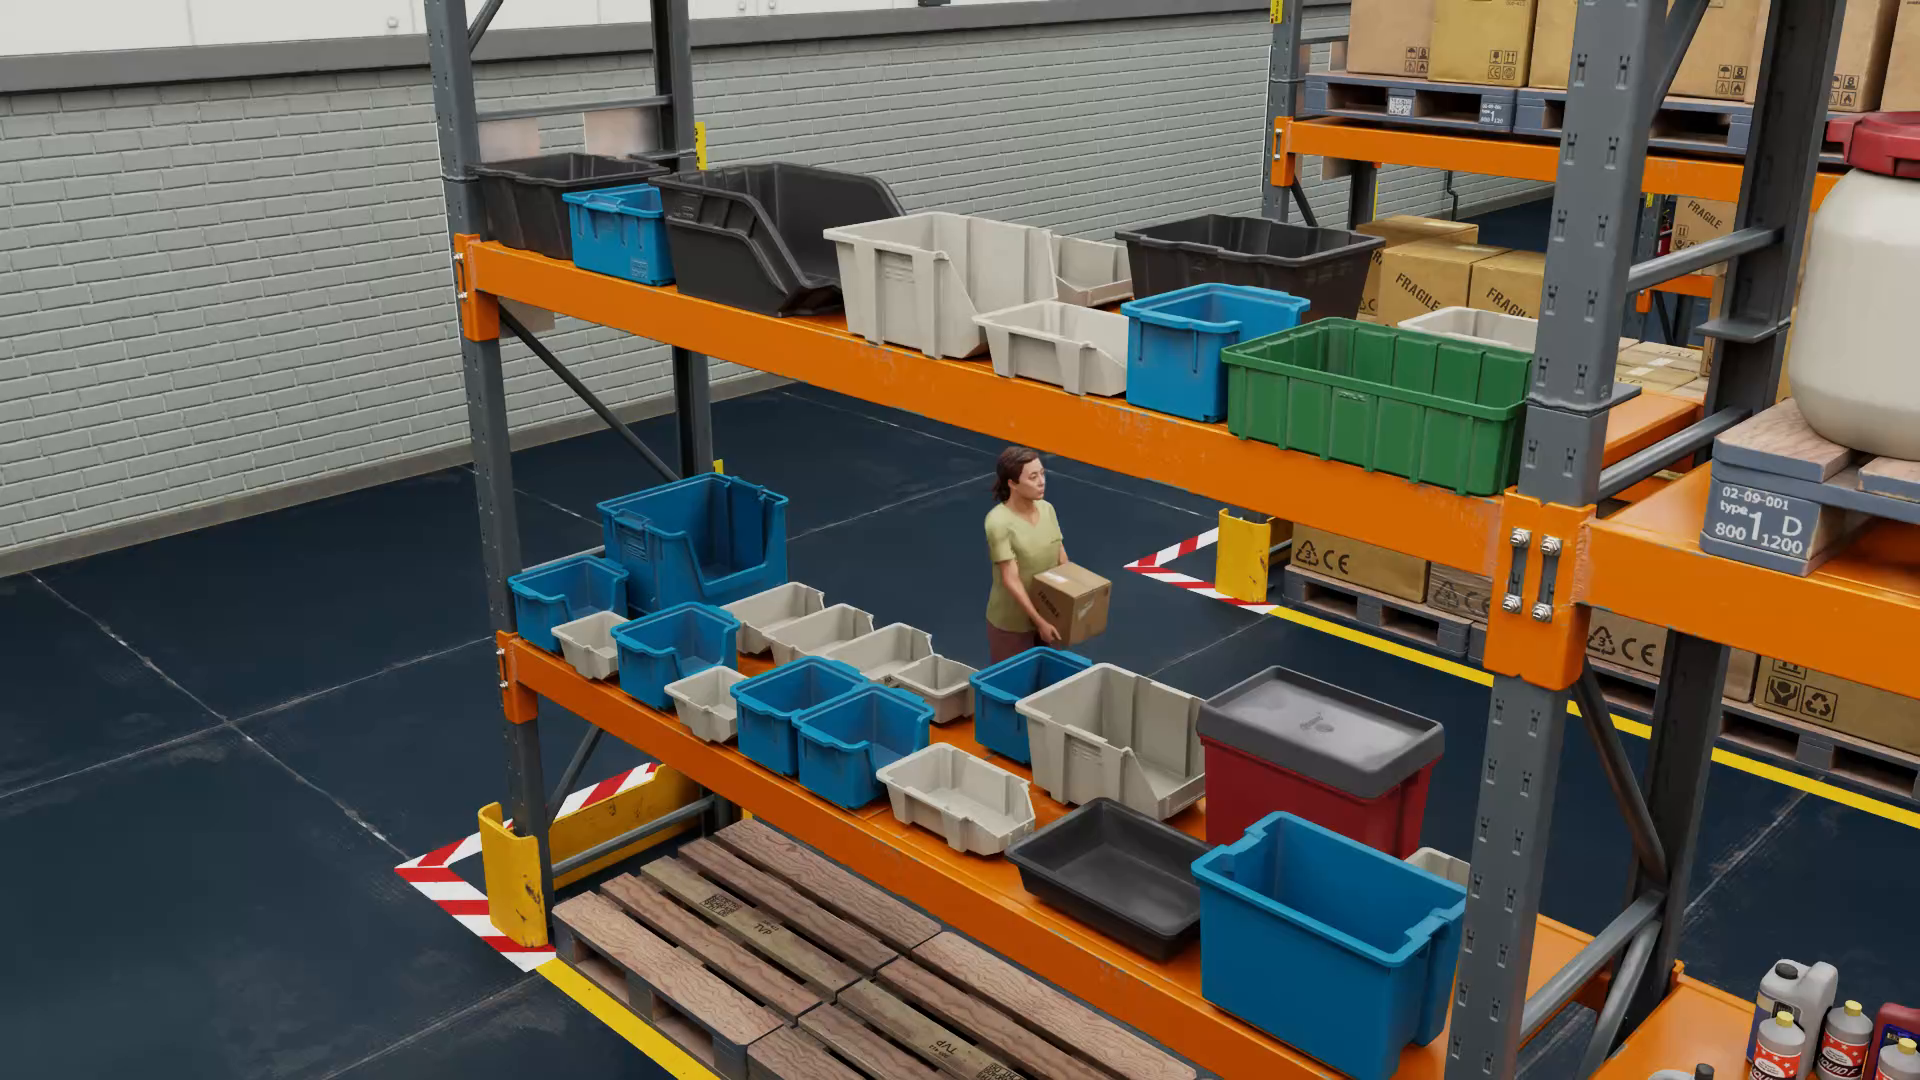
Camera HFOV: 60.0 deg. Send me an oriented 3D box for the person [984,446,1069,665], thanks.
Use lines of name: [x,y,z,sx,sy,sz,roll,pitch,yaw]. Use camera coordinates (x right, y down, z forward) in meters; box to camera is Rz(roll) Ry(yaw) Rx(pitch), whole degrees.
person: [0.344,0.399,7.539,0.541,1.667,0.424,19,28,41]
